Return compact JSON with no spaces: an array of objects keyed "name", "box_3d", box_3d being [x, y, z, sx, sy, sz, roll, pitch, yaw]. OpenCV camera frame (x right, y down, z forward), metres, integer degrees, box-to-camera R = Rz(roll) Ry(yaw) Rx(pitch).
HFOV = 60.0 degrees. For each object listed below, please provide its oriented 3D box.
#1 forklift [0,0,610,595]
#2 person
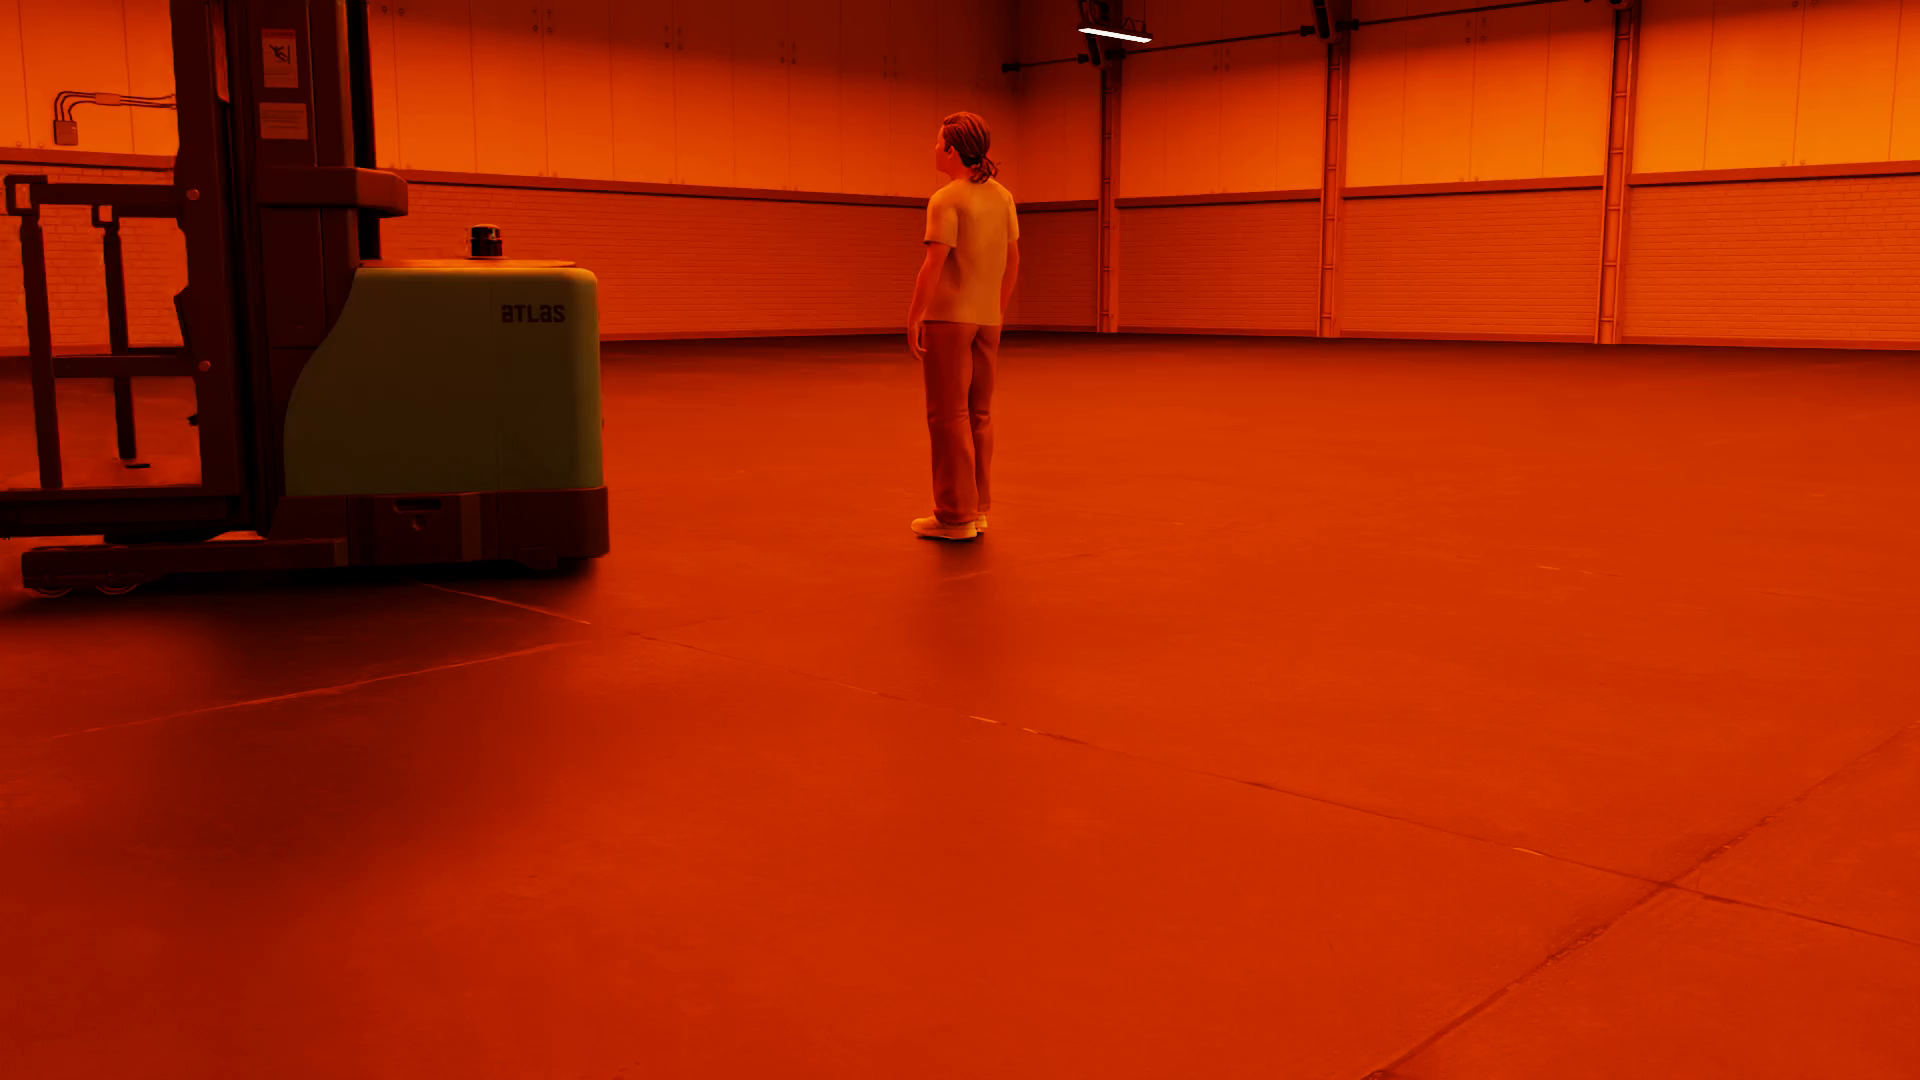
[{"name":"forklift","box_3d":[-2.826,-1.346,5.812,3.031,2.935,1.130,-2,9,-13]},{"name":"person","box_3d":[-0.008,-0.870,6.596,0.428,1.609,0.536,8,12,43]}]
